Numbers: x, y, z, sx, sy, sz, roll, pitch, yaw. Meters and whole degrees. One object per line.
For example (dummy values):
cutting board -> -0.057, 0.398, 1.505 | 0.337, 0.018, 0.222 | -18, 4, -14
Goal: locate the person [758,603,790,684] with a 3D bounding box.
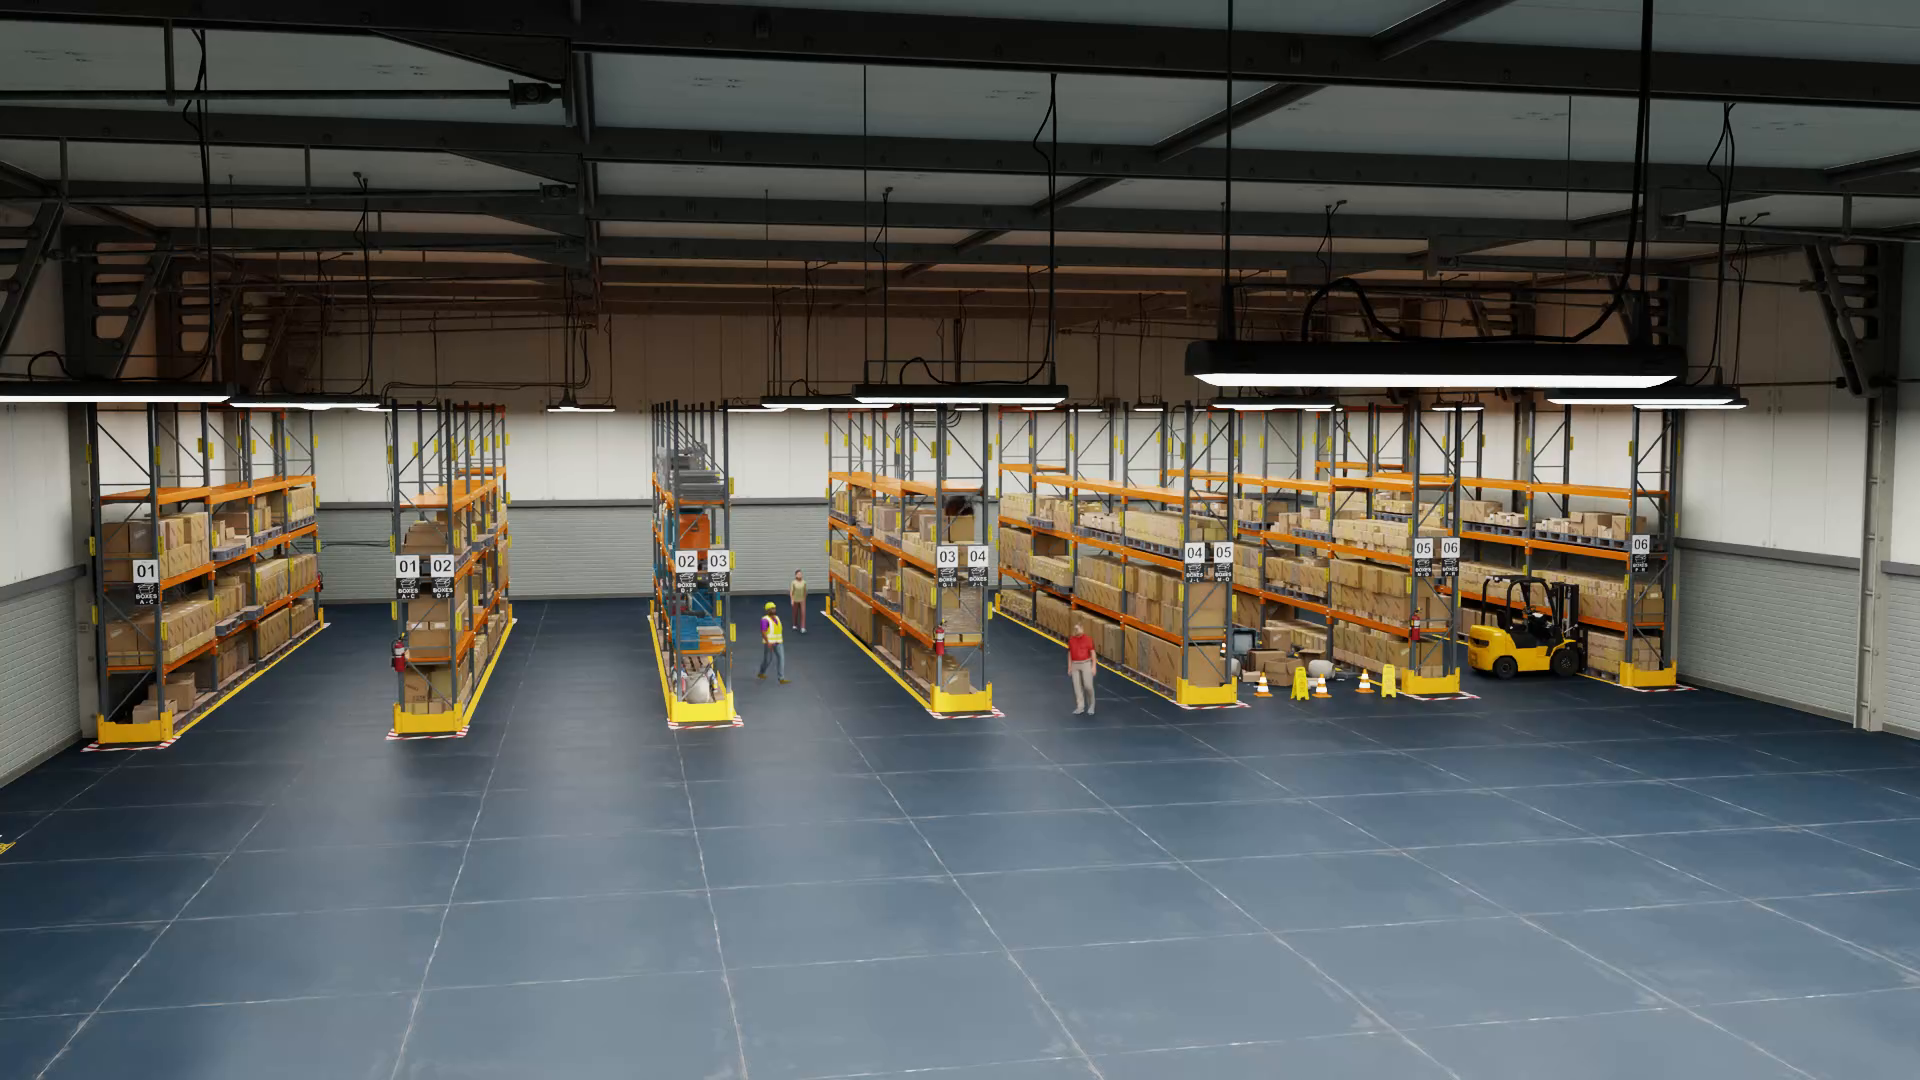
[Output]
person -> -3.990, 2.201, 35.447 | 0.590, 1.730, 0.975 | -3, 5, -33

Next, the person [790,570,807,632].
person -> -4.251, 1.604, 43.851 | 0.469, 1.621, 1.030 | -1, 4, -11

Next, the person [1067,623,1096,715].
person -> 2.310, 2.472, 31.869 | 0.595, 1.772, 0.402 | 2, 5, 28

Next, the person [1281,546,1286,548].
person -> 9.749, 1.058, 50.164 | 0.529, 1.738, 0.926 | 2, 5, 20
